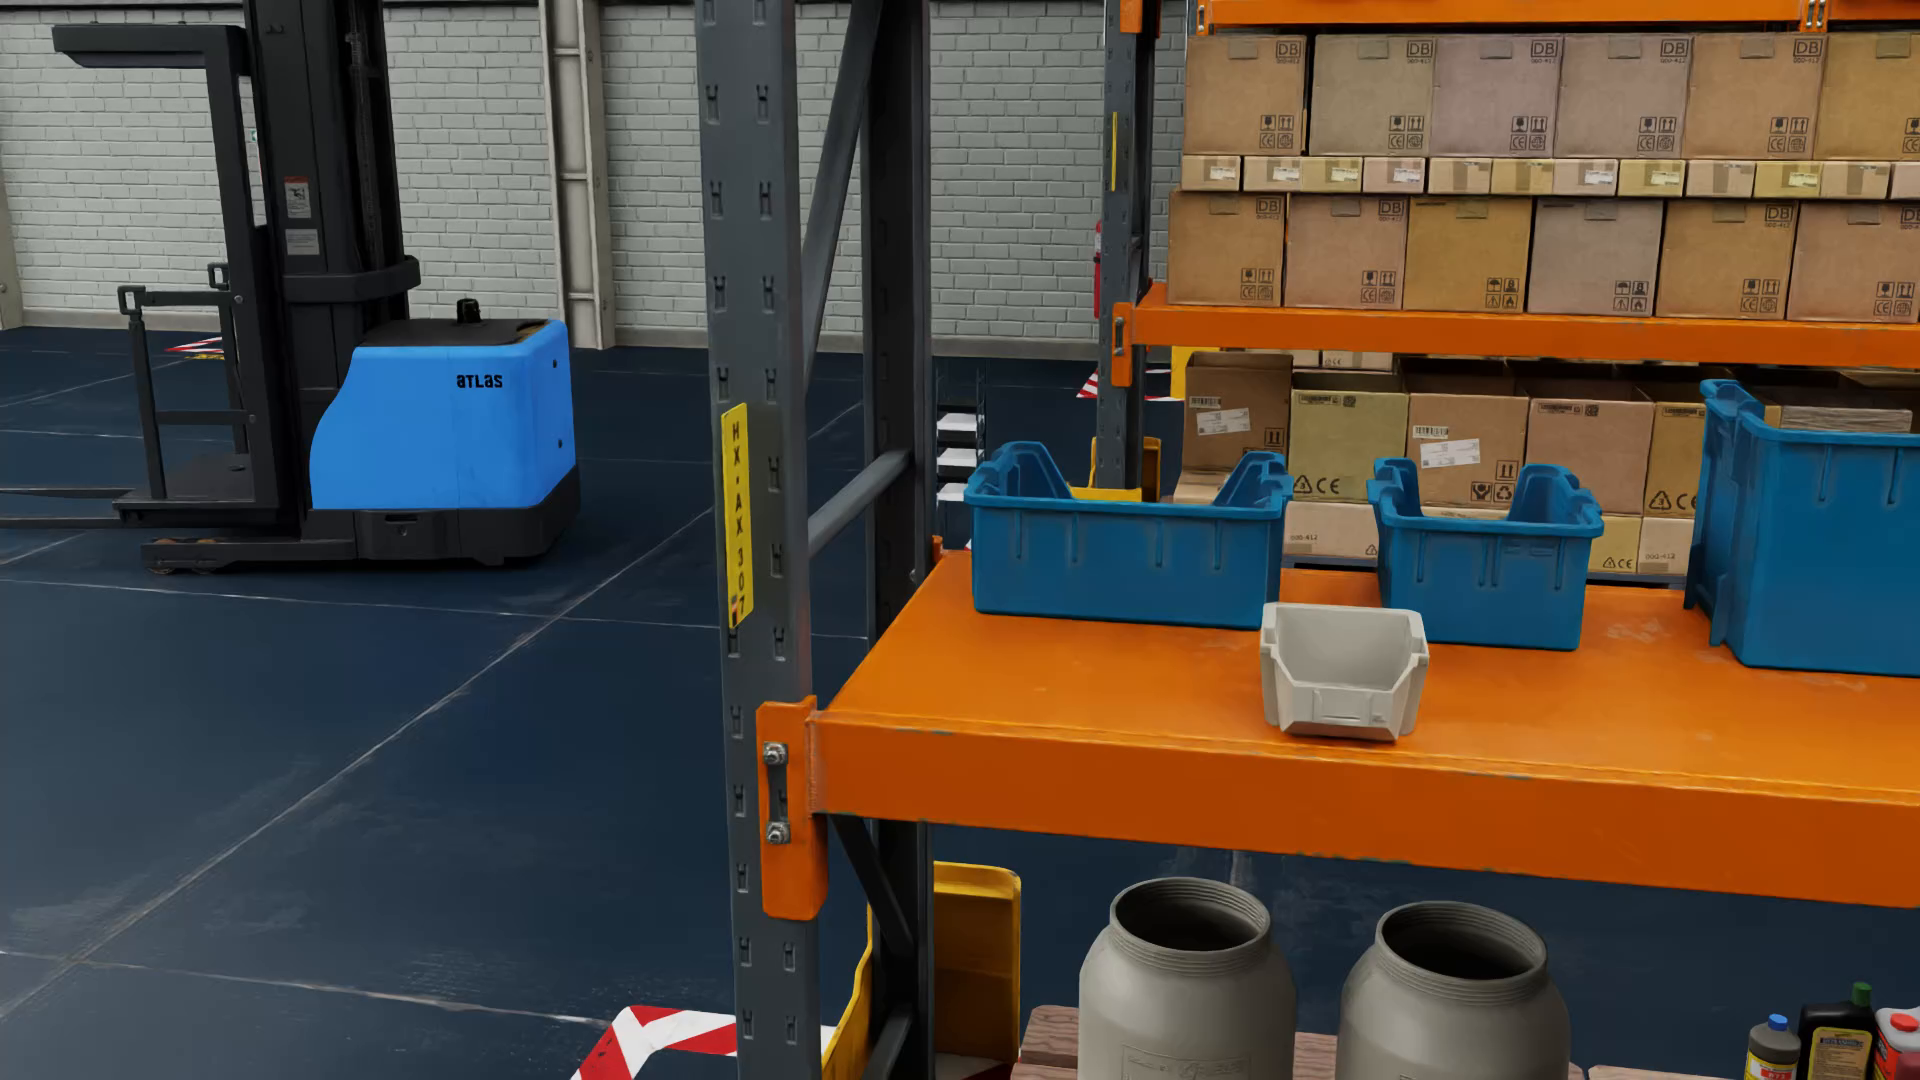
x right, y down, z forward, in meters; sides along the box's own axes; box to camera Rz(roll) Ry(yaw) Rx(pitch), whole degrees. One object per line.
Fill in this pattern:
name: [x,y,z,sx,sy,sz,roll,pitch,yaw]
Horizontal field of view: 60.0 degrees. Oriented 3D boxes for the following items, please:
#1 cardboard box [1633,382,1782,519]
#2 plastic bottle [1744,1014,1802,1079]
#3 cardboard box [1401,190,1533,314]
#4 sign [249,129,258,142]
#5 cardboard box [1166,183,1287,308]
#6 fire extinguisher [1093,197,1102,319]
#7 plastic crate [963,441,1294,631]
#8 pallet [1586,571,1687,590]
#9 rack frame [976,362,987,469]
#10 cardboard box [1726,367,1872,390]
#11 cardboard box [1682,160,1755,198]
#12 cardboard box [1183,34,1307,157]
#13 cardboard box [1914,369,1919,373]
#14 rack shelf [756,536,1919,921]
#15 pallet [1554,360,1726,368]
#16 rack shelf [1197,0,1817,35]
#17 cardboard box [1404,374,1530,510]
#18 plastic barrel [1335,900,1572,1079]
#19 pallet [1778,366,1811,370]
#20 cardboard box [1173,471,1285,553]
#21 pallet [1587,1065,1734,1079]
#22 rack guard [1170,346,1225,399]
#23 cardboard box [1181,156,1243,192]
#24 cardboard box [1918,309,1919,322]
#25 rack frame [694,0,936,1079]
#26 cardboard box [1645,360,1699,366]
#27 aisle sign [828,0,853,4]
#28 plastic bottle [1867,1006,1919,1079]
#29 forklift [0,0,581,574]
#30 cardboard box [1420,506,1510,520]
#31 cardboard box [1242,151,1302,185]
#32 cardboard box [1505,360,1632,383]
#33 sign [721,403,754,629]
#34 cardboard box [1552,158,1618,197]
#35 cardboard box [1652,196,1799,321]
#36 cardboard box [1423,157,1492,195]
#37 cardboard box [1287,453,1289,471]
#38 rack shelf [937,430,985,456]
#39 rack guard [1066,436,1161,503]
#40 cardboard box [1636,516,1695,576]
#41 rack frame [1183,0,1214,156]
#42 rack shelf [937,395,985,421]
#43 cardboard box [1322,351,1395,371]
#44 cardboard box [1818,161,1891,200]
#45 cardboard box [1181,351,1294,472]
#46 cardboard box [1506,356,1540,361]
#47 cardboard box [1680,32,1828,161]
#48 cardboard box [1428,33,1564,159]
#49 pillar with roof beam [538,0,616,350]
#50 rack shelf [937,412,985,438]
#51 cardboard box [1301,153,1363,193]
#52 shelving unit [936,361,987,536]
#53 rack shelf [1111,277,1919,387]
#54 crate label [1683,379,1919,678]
cardboard box: [3.216,-0.391,7.244,0.500,0.500,0.500,3,16,11]
plastic bottle: [1.669,1.073,3.418,0.097,0.201,0.097,0,15,0]
cardboard box: [2.229,-1.308,7.407,0.500,0.500,0.700,3,16,11]
sign: [-6.198,-3.614,14.862,0.331,0.109,0.001,3,16,11]
cardboard box: [1.228,-1.362,7.604,0.500,0.500,0.700,3,16,11]
fire extinguisher: [0.749,-1.433,8.190,0.183,0.674,0.296,3,16,11]
plastic crate: [0.332,-0.027,3.248,0.616,0.251,0.499,3,16,11]
pallet: [2.722,0.097,7.747,1.213,0.211,1.003,3,16,11]
rack frame: [0.107,-0.428,8.351,0.006,0.900,0.240,3,16,11]
cardboard box: [3.809,-0.499,7.635,0.500,0.500,0.500,3,16,11]
cardboard box: [3.139,-1.517,6.946,0.250,0.149,0.380,4,16,13]
cardboard box: [1.280,-1.985,7.420,0.500,0.500,0.700,3,16,11]
cardboard box: [6.917,-1.384,11.727,0.500,0.500,0.700,3,16,10]
rack shelf: [1.742,0.406,2.754,4.000,0.370,1.077,3,16,11]
pallet: [5.011,-1.108,12.097,1.213,0.211,1.003,3,16,11]
rack shelf: [3.716,-3.631,11.709,4.000,0.370,1.077,3,16,11]
cardboard box: [2.237,-0.445,7.439,0.500,0.500,0.500,3,16,11]
plastic barrel: [0.933,0.992,3.167,0.421,0.512,0.421,0,15,0]
pallet: [6.439,-1.041,11.854,1.213,0.211,1.003,3,16,11]
cardboard box: [1.254,-0.133,7.717,0.500,0.250,0.500,3,16,11]
pallet: [1.853,1.399,3.046,1.213,0.211,1.003,3,16,11]
rack guard: [1.831,-1.430,12.717,0.348,0.500,1.175,3,16,11]
cardboard box: [1.114,-1.626,7.340,0.250,0.149,0.380,3,16,11]
cardboard box: [4.256,-1.200,7.017,0.500,0.500,0.700,3,16,10]
rack frame: [-0.218,-0.047,3.042,0.127,3.000,1.000,3,16,11]
cardboard box: [5.146,-1.293,12.023,0.250,0.166,0.380,1,16,4]
aisle sign: [-0.229,-1.381,2.989,0.004,0.787,0.394,3,16,11]
plastic bottle: [1.911,1.057,3.334,0.135,0.276,0.152,3,16,12]
forklift: [-3.520,-1.392,8.028,3.031,2.935,1.130,0,15,-1]
cardboard box: [2.235,-0.080,7.528,0.500,0.250,0.500,3,16,11]
cardboard box: [1.442,-1.719,7.676,0.250,0.149,0.380,4,16,12]
cardboard box: [2.830,-0.554,7.832,0.500,0.500,0.500,3,16,11]
sign: [-0.332,-0.036,2.486,0.005,0.325,0.100,3,16,11]
cardboard box: [2.620,-1.544,7.044,0.250,0.149,0.380,3,16,12]
cardboard box: [3.247,-1.254,7.212,0.500,0.500,0.700,3,16,12]
cardboard box: [2.126,-1.571,7.143,0.250,0.149,0.380,3,16,9]
cardboard box: [1.850,-0.245,8.121,0.500,0.250,0.500,3,16,11]
rack shelf: [0.008,-0.488,8.355,0.200,0.077,0.258,3,16,11]
rack guard: [0.749,-0.139,8.057,0.348,0.500,1.175,3,16,11]
cardboard box: [3.214,-0.026,7.332,0.500,0.250,0.500,3,16,11]
rack frame: [1.756,-2.638,12.398,0.127,3.000,1.000,3,16,11]
rack shelf: [0.008,-0.661,8.307,0.200,0.077,0.258,3,16,11]
cardboard box: [2.975,-1.464,12.371,0.500,0.311,0.500,4,16,16]
cardboard box: [3.627,-1.489,6.847,0.250,0.149,0.380,3,16,11]
cardboard box: [1.358,-0.630,8.108,0.500,0.500,0.500,3,16,11]
cardboard box: [4.113,-1.354,12.277,0.250,0.149,0.380,2,16,7]
cardboard box: [3.270,-1.878,7.036,0.500,0.500,0.700,3,16,11]
cardboard box: [2.290,-1.932,7.228,0.500,0.500,0.700,3,16,11]
pillar with roof beam: [-4.123,-4.912,9.366,0.400,9.000,9.100,3,16,11]
rack shelf: [0.008,-0.575,8.331,0.200,0.077,0.258,3,16,11]
cardboard box: [1.618,-1.599,7.243,0.250,0.149,0.380,3,16,11]
shelving unit: [0.008,-0.433,8.370,0.210,0.900,0.258,3,16,11]
rack shelf: [2.733,-0.889,7.431,4.000,0.370,1.077,3,16,11]
crate label: [1.640,-0.037,2.939,0.616,0.435,0.502,3,16,11]
